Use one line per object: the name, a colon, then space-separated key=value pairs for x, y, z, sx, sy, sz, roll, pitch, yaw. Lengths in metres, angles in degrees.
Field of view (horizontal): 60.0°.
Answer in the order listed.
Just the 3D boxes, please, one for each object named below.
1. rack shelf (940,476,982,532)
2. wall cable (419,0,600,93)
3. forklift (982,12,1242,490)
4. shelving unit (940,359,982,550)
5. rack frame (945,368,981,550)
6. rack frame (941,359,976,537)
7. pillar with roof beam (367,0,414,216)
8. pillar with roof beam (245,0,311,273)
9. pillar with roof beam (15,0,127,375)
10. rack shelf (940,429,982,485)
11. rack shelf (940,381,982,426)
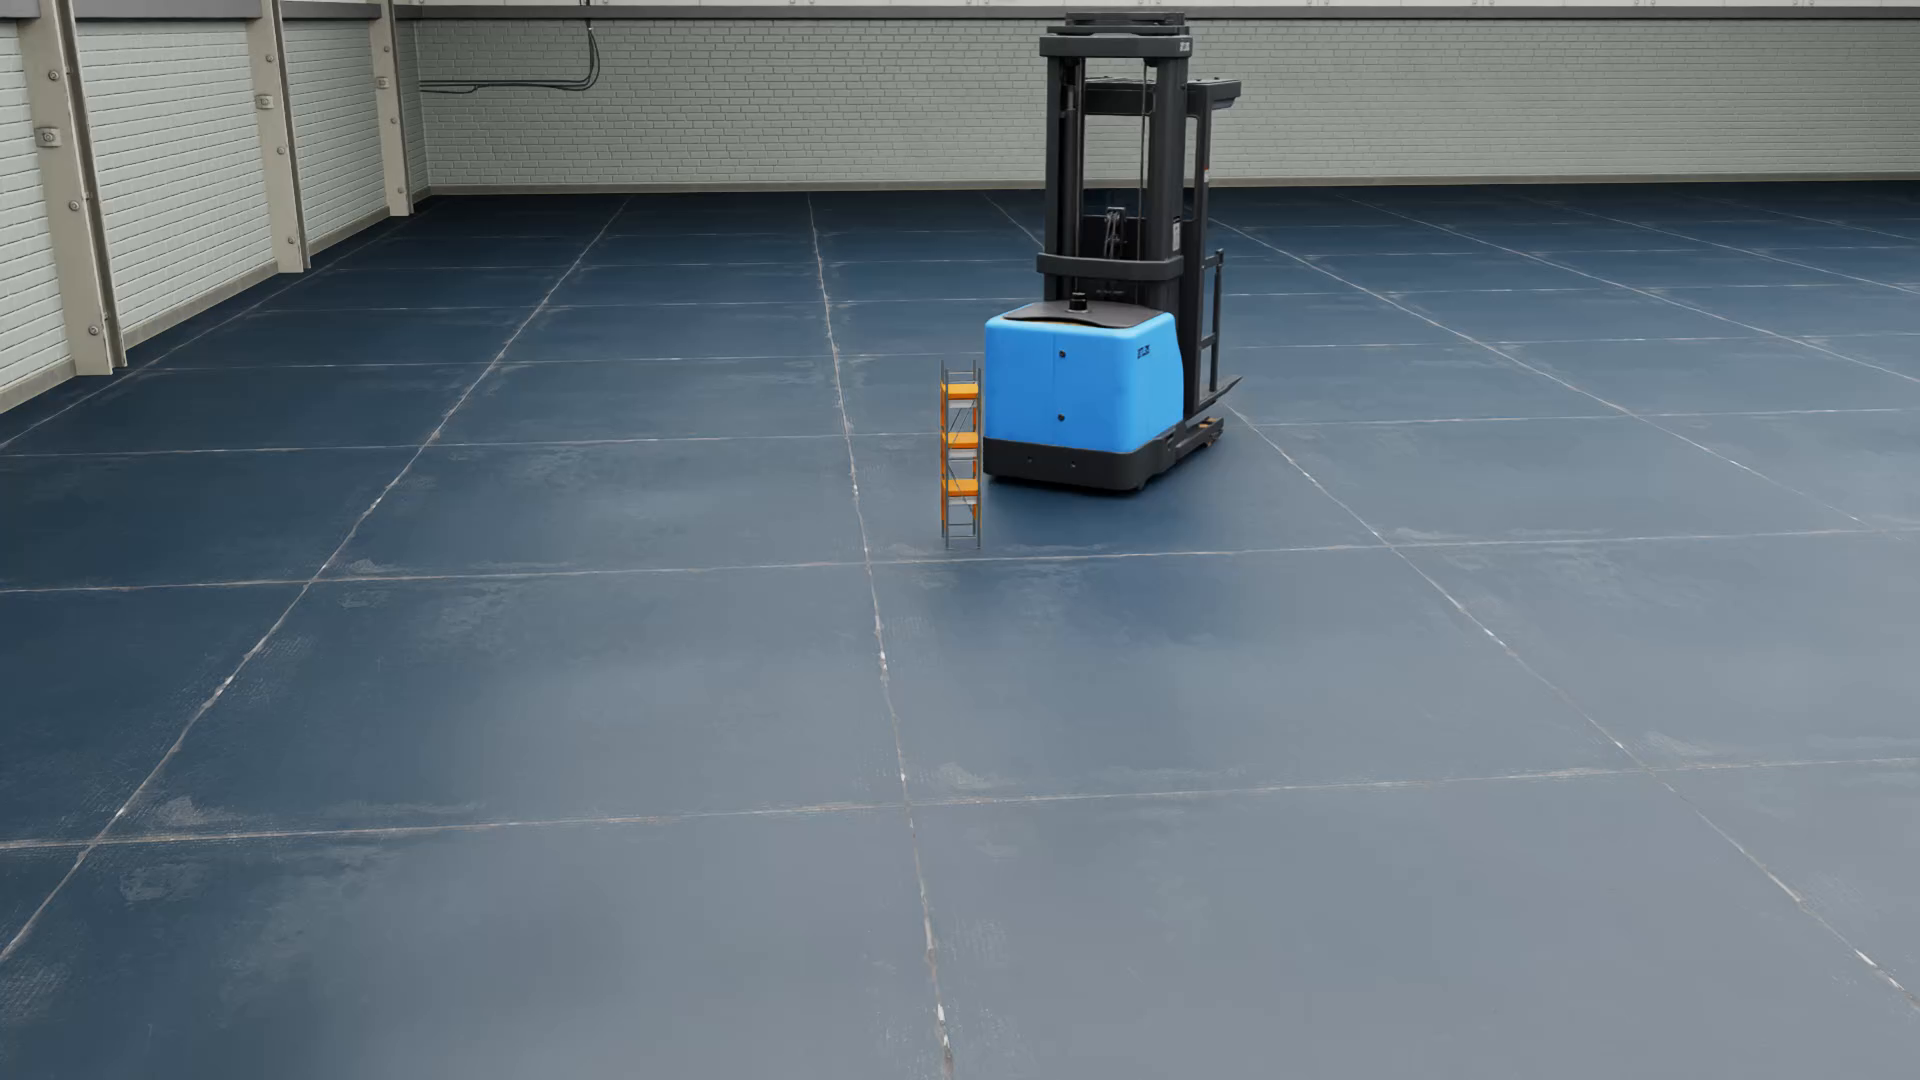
rack shelf: x=0.006 y=-0.210 z=9.555 sx=0.215 sy=0.259 sz=0.240 roll=-2 pitch=18 yaw=-6
wall cable: x=-7.638 y=-8.768 z=27.767 sx=3.097 sy=2.526 sz=0.112 roll=-2 pitch=18 yaw=-6
forklift: x=1.243 y=-2.107 z=11.495 sx=1.130 sy=2.935 sz=3.031 roll=8 pitch=19 yaw=25
shelving unit: x=0.006 y=-0.485 z=9.469 sx=0.215 sy=1.050 sz=0.252 roll=-2 pitch=18 yaw=-6
rack frame: x=0.018 y=-0.449 z=9.353 sx=0.200 sy=1.050 sz=0.008 roll=-2 pitch=18 yaw=-6
rack frame: x=-0.007 y=-0.521 z=9.585 sx=0.200 sy=1.050 sz=0.008 roll=-2 pitch=18 yaw=-6
pillar with roof beam: x=-4.367 y=-9.464 z=24.800 sx=9.100 sy=9.000 sz=0.400 roll=-2 pitch=18 yaw=-6
pillar with roof beam: x=-3.748 y=-7.677 z=19.106 sx=9.100 sy=9.000 sz=0.400 roll=-2 pitch=18 yaw=-6
pillar with roof beam: x=-3.129 y=-5.889 z=13.412 sx=9.100 sy=9.000 sz=0.400 roll=-2 pitch=18 yaw=-6
rack shelf: x=0.006 y=-0.475 z=9.472 sx=0.215 sy=0.259 sz=0.240 roll=-2 pitch=18 yaw=-6
rack shelf: x=0.006 y=-0.746 z=9.387 sx=0.215 sy=0.259 sz=0.240 roll=-2 pitch=18 yaw=-6
